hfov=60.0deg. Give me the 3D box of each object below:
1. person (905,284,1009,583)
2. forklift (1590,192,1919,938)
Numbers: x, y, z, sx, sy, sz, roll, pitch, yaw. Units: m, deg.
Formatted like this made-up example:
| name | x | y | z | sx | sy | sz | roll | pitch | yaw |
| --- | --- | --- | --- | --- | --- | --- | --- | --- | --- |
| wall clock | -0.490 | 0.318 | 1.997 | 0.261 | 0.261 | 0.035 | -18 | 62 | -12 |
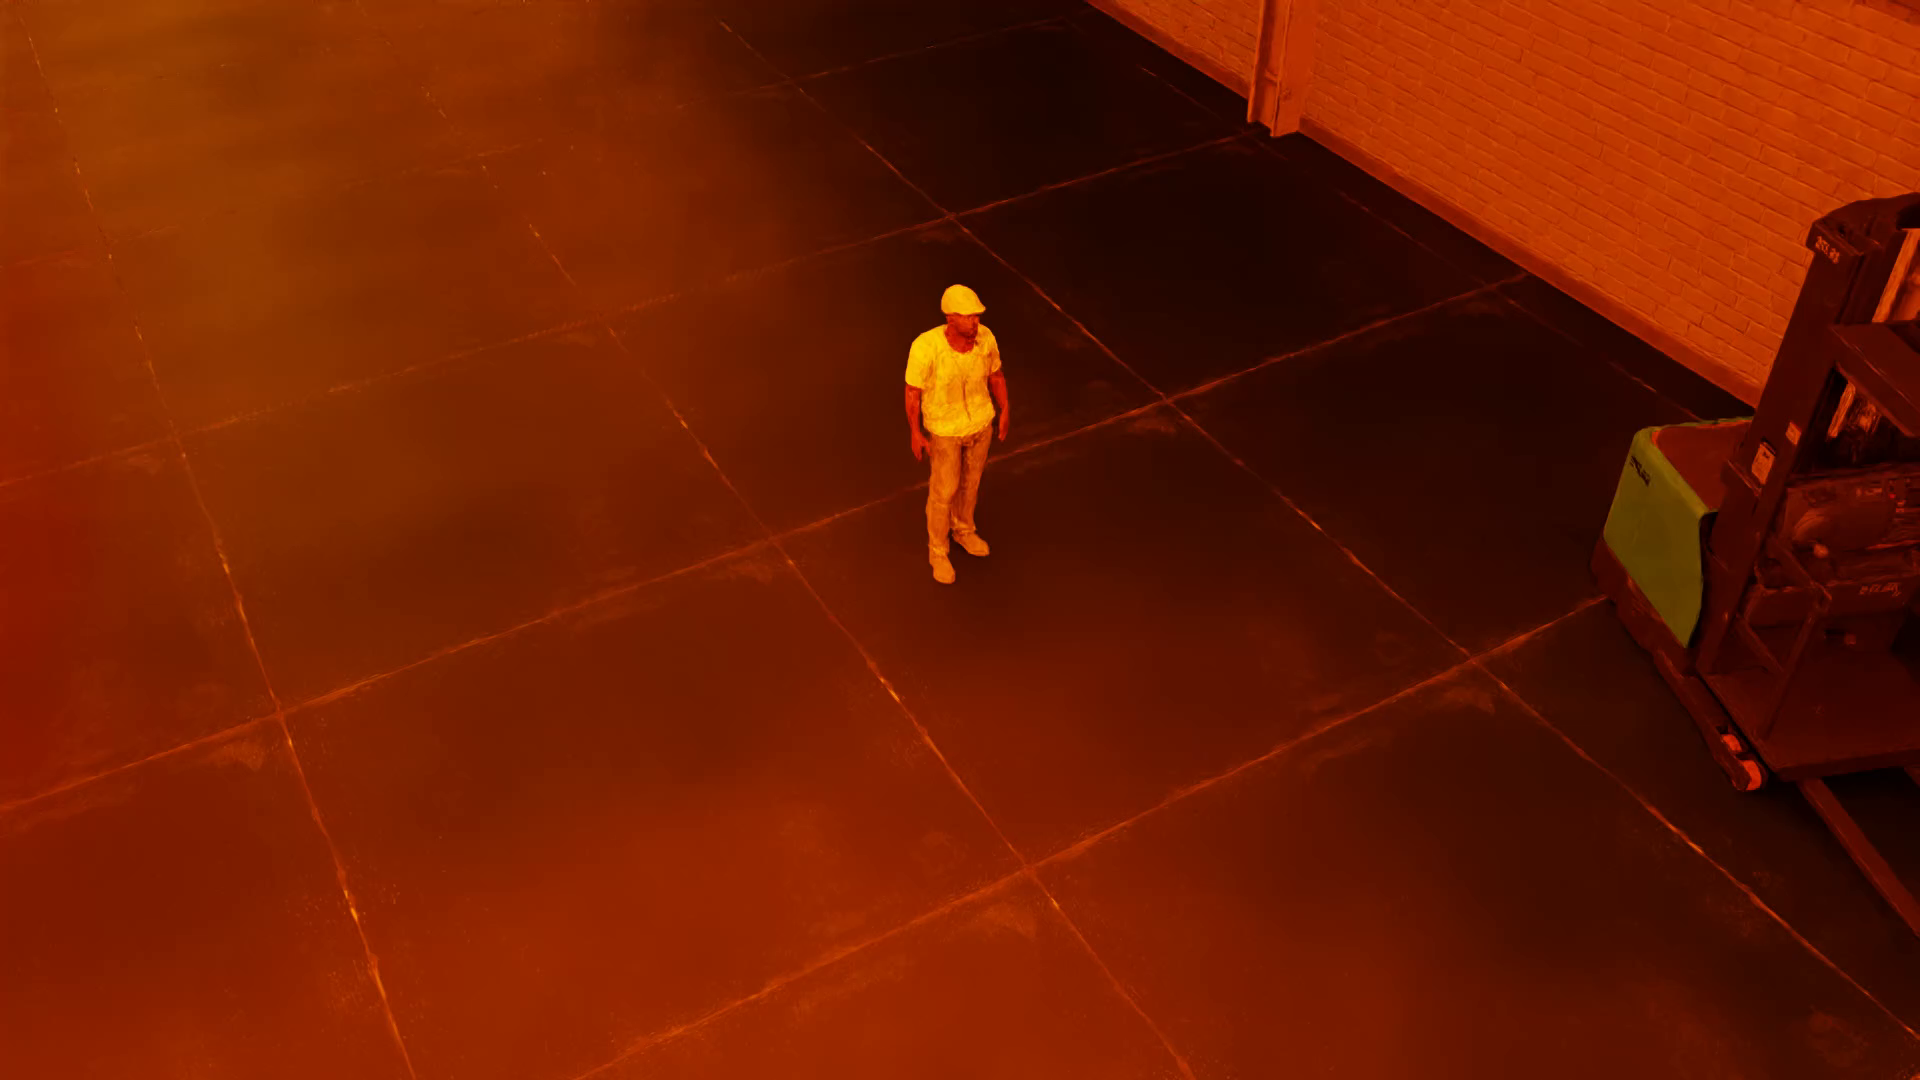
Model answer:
| name | x | y | z | sx | sy | sz | roll | pitch | yaw |
| --- | --- | --- | --- | --- | --- | --- | --- | --- | --- |
| person | 0.030 | -0.645 | 9.715 | 0.665 | 1.766 | 0.576 | -20 | 44 | -23 |
| forklift | 4.562 | -0.064 | 8.113 | 1.130 | 2.935 | 3.031 | -7 | 40 | -8 |
